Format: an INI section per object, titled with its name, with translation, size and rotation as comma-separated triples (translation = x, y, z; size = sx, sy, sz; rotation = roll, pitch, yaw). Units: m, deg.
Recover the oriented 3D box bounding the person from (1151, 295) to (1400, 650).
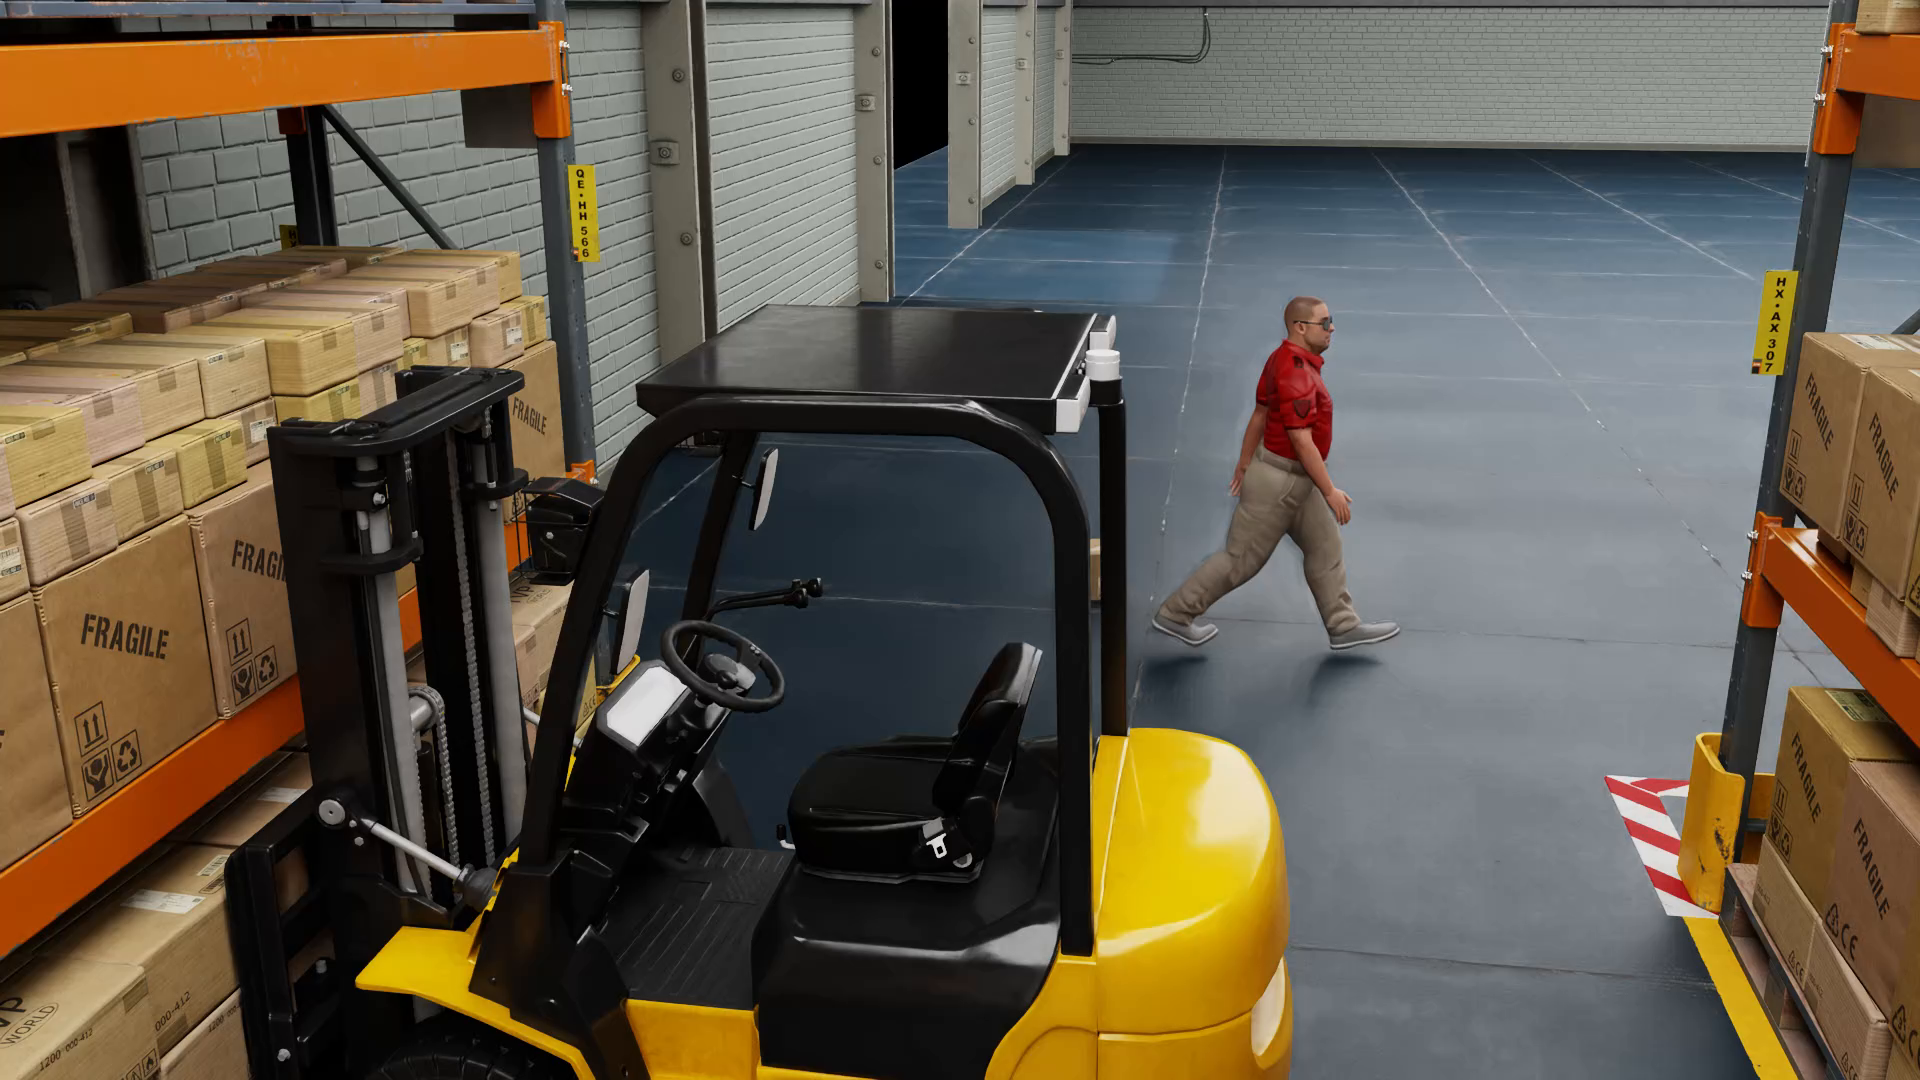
[person]
translation = 1.461, -0.272, 7.483
size = 1.128, 1.662, 0.577
rotation = 4, 18, 13
